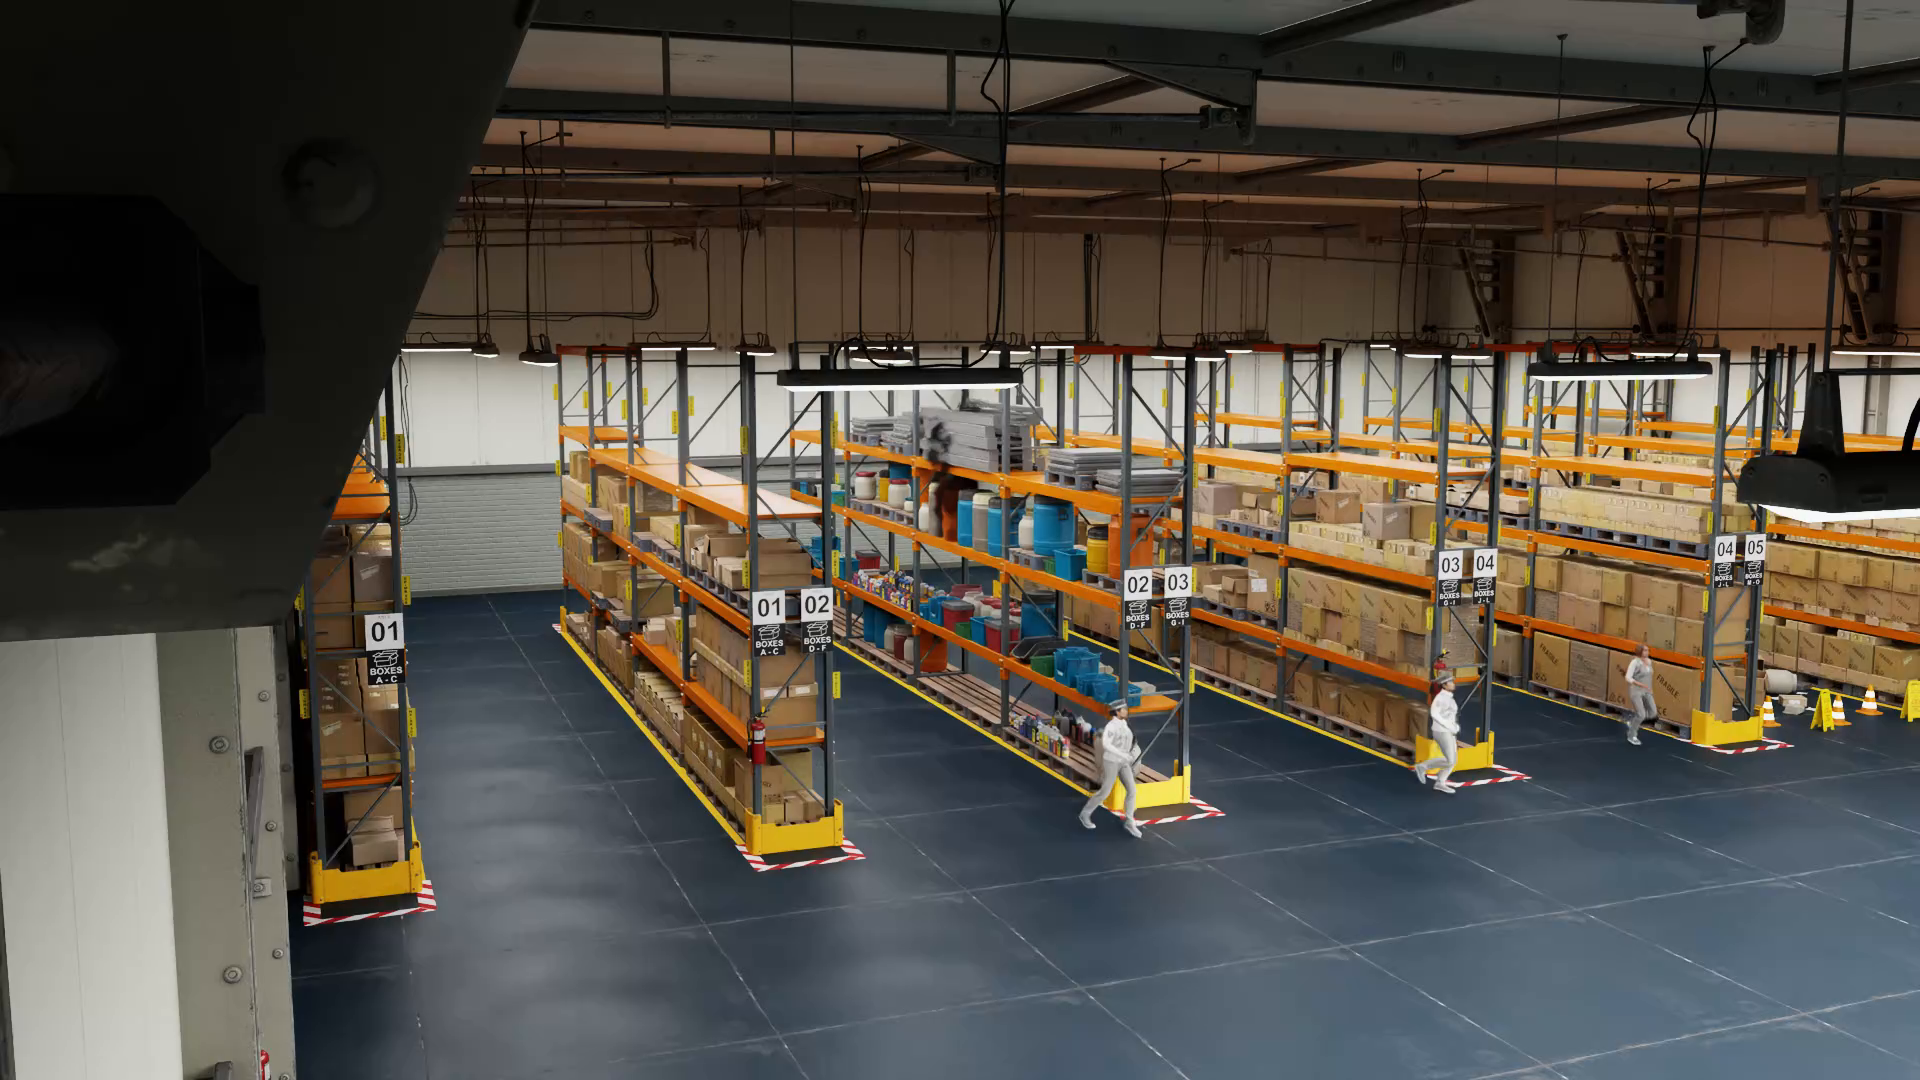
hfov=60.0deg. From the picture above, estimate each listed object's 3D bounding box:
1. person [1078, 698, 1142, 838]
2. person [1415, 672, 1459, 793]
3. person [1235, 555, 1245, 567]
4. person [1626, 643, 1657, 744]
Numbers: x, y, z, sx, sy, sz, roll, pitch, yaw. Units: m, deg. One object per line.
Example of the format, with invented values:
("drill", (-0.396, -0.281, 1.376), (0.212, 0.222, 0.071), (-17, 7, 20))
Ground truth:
("person", (2.003, 2.843, 21.015), (0.805, 1.699, 0.680), (5, 9, 33))
("person", (6.599, 2.623, 22.892), (0.552, 1.660, 0.640), (4, 8, 28))
("person", (7.005, 0.305, 41.419), (0.576, 1.556, 0.810), (-5, 9, -36))
("person", (10.388, 2.345, 25.331), (0.552, 1.557, 0.533), (-4, 8, -26))
